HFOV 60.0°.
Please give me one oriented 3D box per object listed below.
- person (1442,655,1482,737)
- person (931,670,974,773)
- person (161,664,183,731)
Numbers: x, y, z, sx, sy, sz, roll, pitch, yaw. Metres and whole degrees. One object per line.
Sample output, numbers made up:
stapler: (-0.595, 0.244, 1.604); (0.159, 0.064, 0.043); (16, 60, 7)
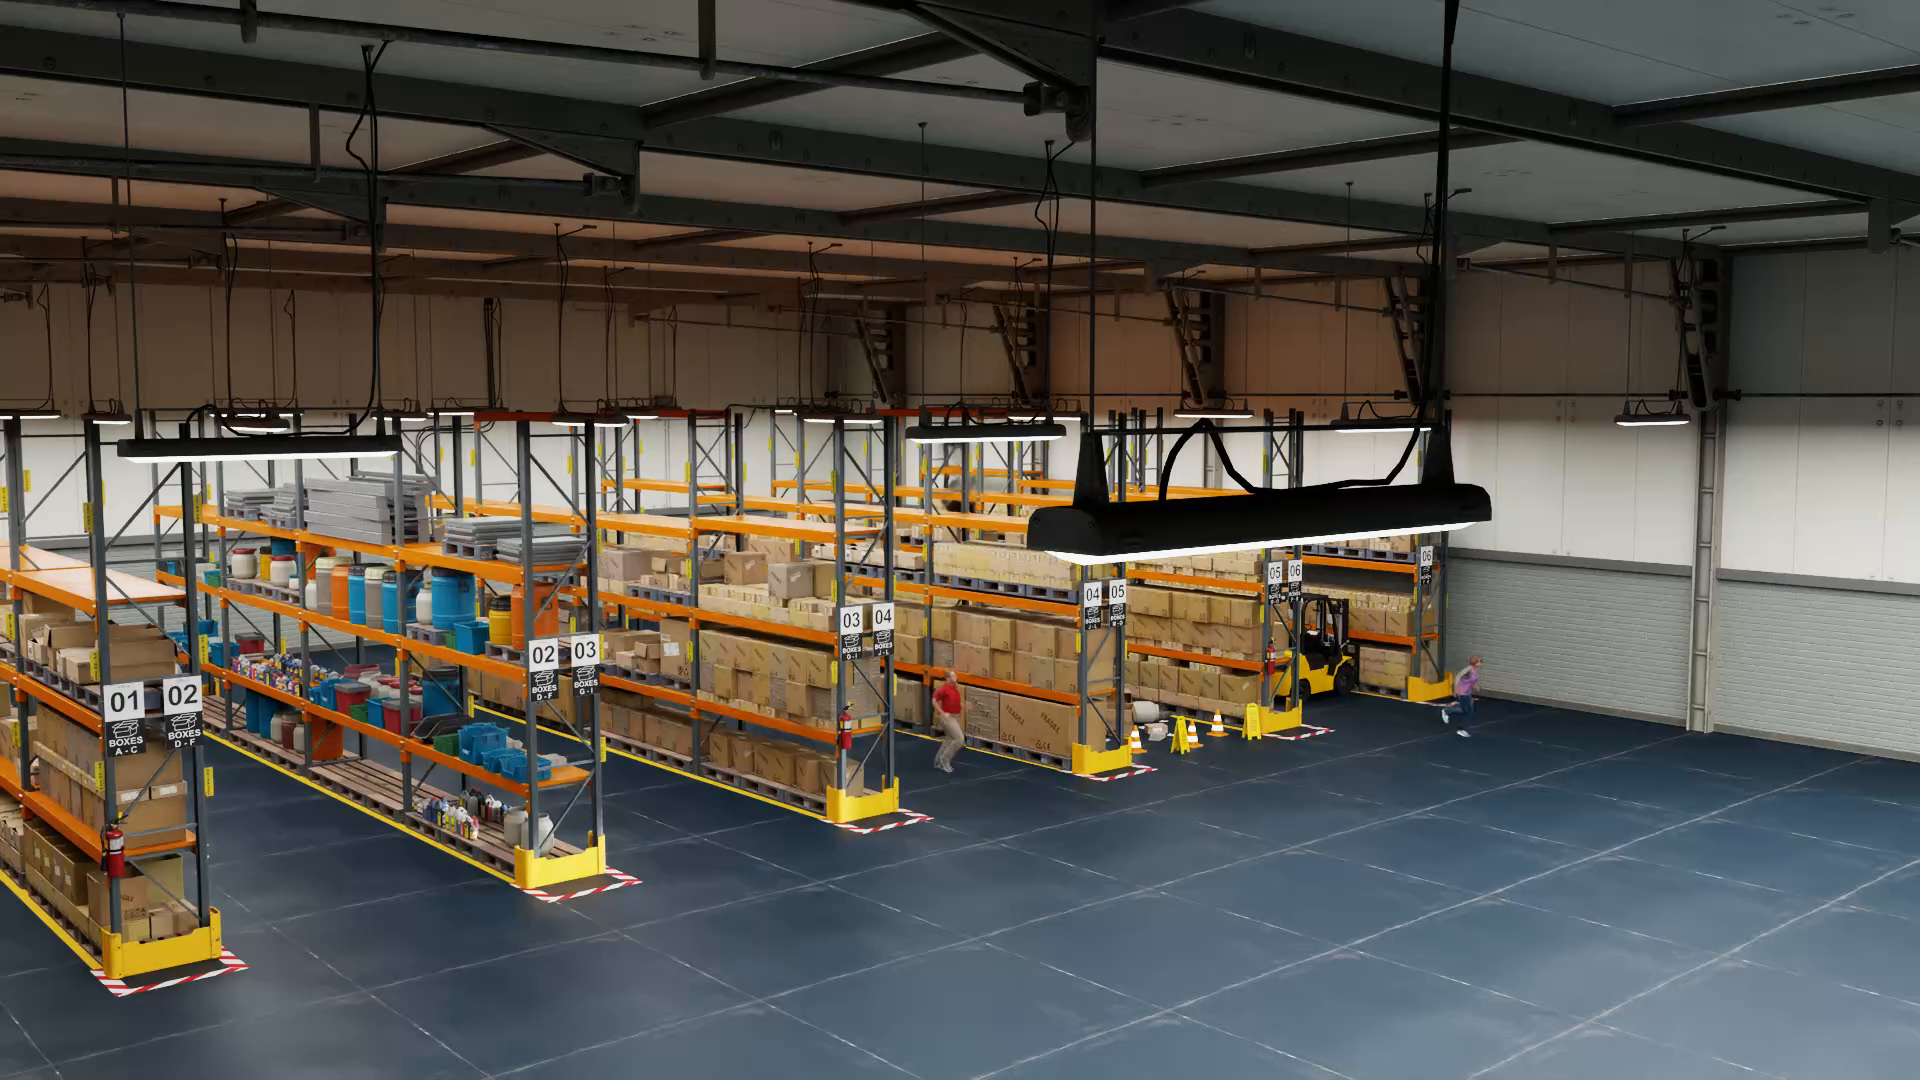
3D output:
person: (9.323, 2.878, 30.911); (0.722, 1.538, 0.520); (4, 6, 36)
person: (-0.127, 3.043, 27.872); (0.688, 1.734, 0.634); (2, 5, 17)
person: (-14.187, 2.834, 29.679); (0.996, 1.781, 0.692); (5, 7, 43)
